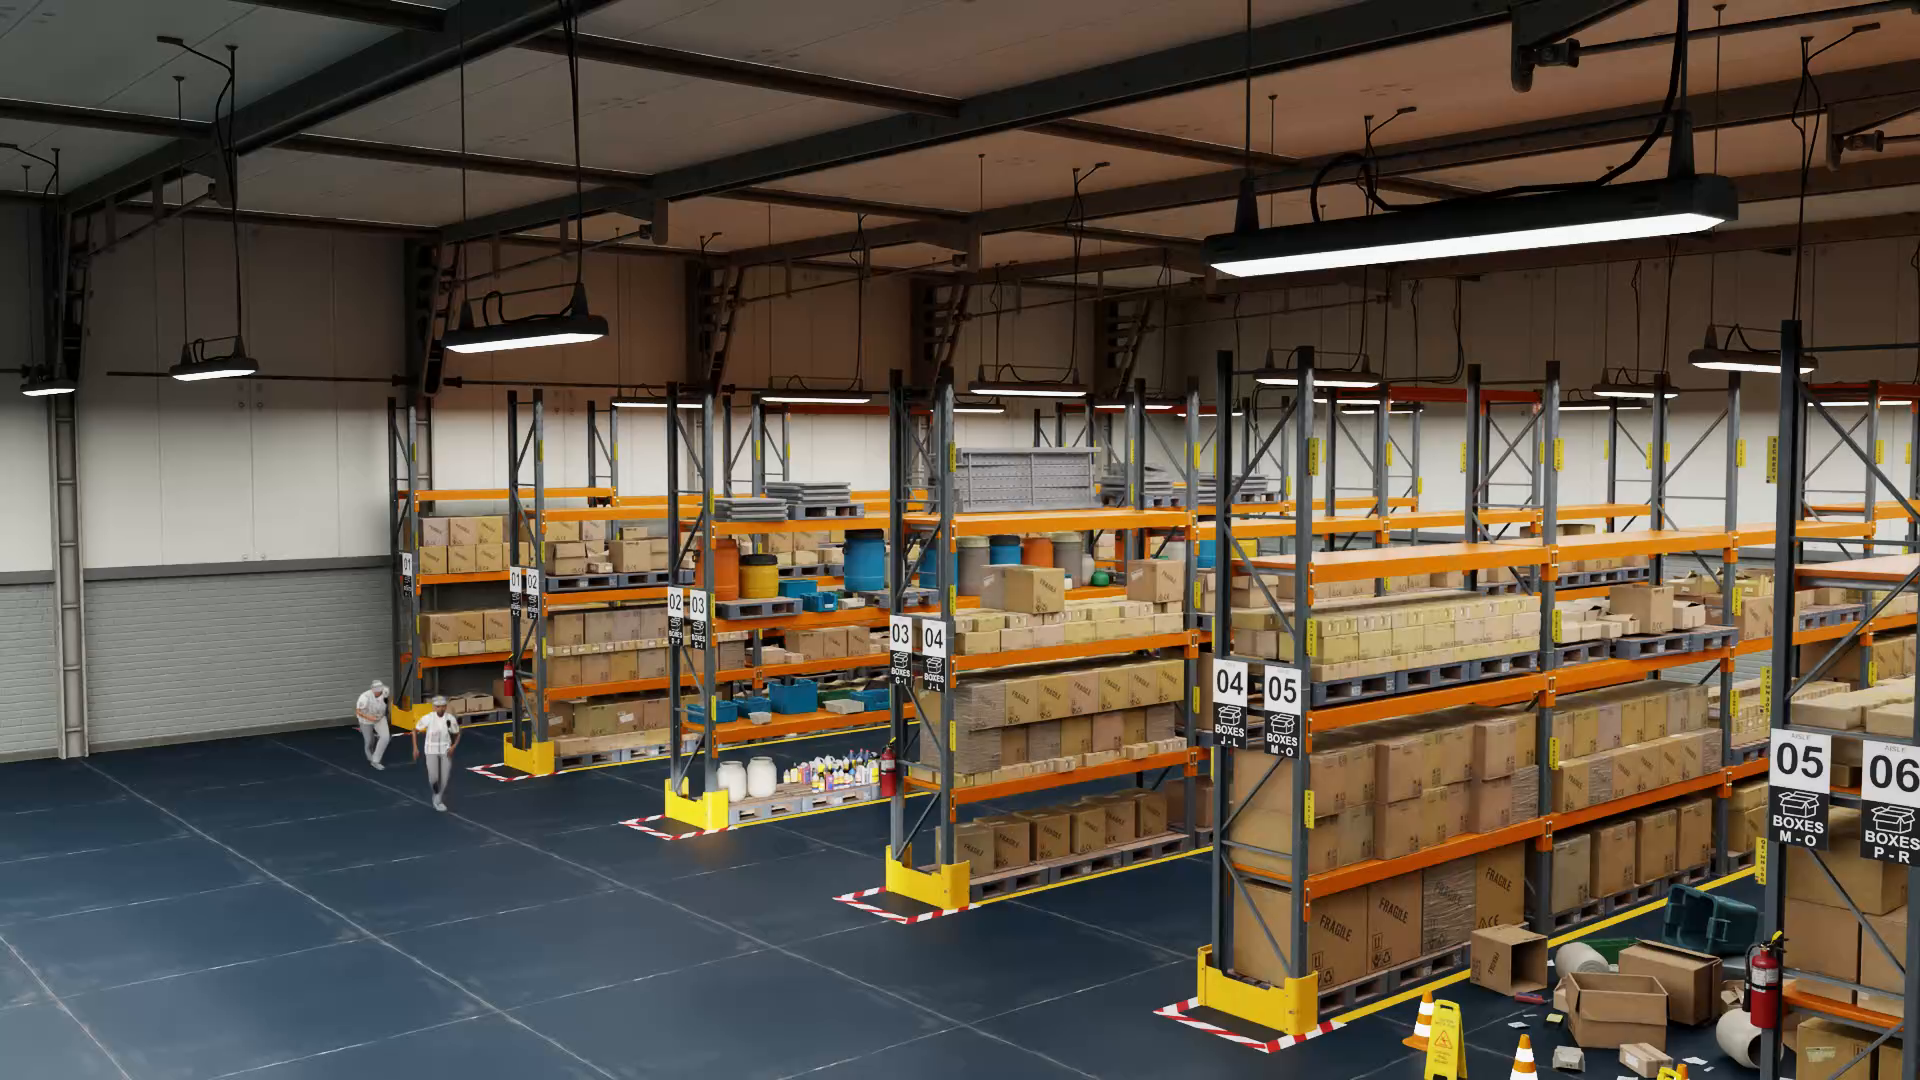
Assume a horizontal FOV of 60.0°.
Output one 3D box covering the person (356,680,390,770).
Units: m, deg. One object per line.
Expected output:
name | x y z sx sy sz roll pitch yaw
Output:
person | -9.384 2.914 26.519 0.589 1.478 1.161 -2 4 -34

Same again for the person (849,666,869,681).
person | -2.054 2.481 33.378 0.526 1.472 0.760 2 4 26

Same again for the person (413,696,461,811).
person | -7.315 2.986 23.277 0.642 1.651 0.520 -1 4 -20

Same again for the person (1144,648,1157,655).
person | 3.793 2.394 32.901 0.707 1.715 0.757 2 4 32
